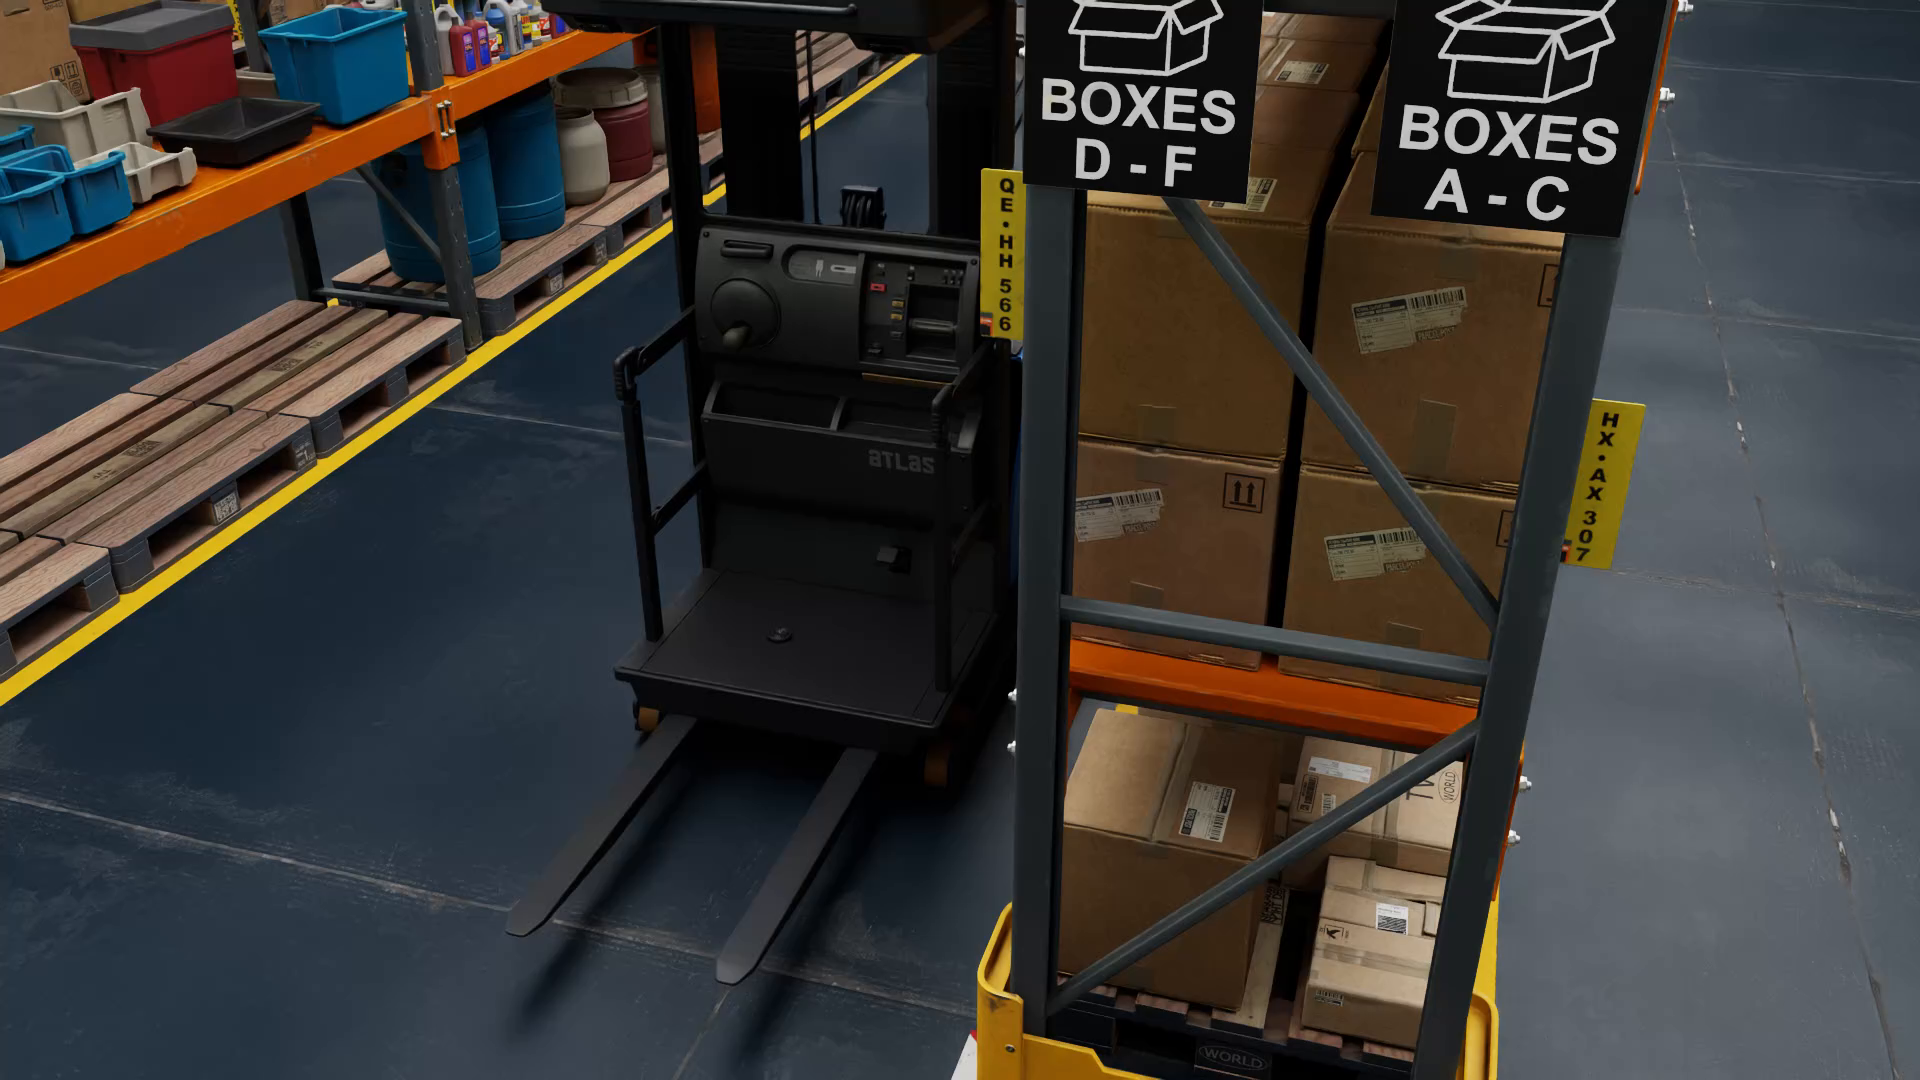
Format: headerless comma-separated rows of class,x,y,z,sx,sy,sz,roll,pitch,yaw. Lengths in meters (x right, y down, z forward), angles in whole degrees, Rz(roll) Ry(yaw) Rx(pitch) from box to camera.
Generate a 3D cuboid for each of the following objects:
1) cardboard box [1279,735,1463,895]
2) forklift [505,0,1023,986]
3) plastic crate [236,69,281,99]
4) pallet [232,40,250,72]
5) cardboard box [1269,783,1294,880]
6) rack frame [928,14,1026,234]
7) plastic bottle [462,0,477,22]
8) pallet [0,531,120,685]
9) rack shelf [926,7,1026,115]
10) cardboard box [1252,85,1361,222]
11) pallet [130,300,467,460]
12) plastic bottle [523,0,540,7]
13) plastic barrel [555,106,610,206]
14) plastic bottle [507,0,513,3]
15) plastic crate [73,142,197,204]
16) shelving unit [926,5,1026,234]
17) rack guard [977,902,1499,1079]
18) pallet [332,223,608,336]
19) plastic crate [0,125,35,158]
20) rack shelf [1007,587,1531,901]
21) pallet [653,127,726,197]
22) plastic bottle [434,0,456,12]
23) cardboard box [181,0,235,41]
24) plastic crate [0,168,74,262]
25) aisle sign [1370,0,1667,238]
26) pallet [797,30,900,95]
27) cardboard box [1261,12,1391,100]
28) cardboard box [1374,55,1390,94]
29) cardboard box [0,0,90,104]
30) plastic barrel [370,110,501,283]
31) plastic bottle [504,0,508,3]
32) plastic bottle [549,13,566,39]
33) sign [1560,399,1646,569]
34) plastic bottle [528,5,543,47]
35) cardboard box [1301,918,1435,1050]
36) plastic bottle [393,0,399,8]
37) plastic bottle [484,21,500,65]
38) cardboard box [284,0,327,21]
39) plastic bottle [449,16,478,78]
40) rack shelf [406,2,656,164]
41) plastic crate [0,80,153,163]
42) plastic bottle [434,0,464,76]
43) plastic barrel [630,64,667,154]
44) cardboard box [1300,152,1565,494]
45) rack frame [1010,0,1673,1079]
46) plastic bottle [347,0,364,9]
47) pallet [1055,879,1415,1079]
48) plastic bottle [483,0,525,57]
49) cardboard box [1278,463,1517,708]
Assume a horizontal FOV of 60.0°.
cardboard box,1.189,0.769,4.657,0.500,0.250,0.500,8,30,15
forklift,-0.447,-0.700,4.994,1.130,2.935,3.031,8,30,15
plastic crate,-3.222,-2.078,7.609,0.396,0.136,0.243,8,30,15
pallet,-6.278,-4.073,13.854,1.003,0.211,1.213,8,30,15
cardboard box,0.741,0.787,4.711,0.380,0.166,0.250,8,30,15
rack frame,0.077,-1.040,6.459,0.400,2.100,0.015,8,30,15
plastic bottle,-2.722,-2.993,9.178,0.097,0.271,0.097,0,29,0
pallet,-3.843,0.337,5.927,1.003,0.211,1.213,8,30,15
rack shelf,0.149,-1.753,6.329,0.431,0.518,0.480,8,30,15
cardboard box,0.627,-0.757,3.894,0.500,0.500,0.500,9,30,16
pallet,-3.127,-0.797,7.966,1.003,0.211,1.213,8,30,15
plastic bottle,-2.322,-2.921,9.044,0.152,0.276,0.135,8,30,15
plastic barrel,-2.313,-2.288,9.905,0.421,0.512,0.421,0,29,0
plastic bottle,-2.668,-3.327,9.696,0.144,0.351,0.185,8,30,15
plastic crate,-3.172,-1.422,6.430,0.293,0.136,0.466,8,30,15
shelving unit,0.149,-1.153,6.663,0.431,2.100,0.503,8,30,15
rack guard,0.634,1.262,3.968,1.175,0.500,0.348,8,30,15
pallet,-2.682,-1.497,9.224,1.003,0.211,1.213,8,30,15
plastic crate,-3.765,-1.448,6.378,0.416,0.233,0.300,8,30,15
rack shelf,1.199,-0.411,5.142,1.077,0.370,4.000,8,30,15
pallet,-1.966,-2.631,11.262,1.003,0.211,1.213,8,30,15
plastic bottle,-2.799,-2.881,8.893,0.144,0.351,0.185,8,30,15
cardboard box,-6.332,-4.343,13.590,0.700,0.500,0.500,7,30,12
plastic crate,-3.349,-1.137,5.818,0.416,0.233,0.300,8,30,15
aisle sign,0.872,-0.858,2.532,0.394,0.787,0.004,8,30,15
pallet,-1.150,-3.923,13.585,1.003,0.211,1.213,8,30,15
cardboard box,0.925,-1.237,4.757,0.500,0.500,0.500,9,30,16
cardboard box,1.292,-0.921,4.188,0.500,0.500,0.500,9,30,16
cardboard box,-7.001,-3.453,11.625,1.225,0.875,0.875,9,30,15
plastic barrel,-2.773,-1.880,8.770,0.600,0.901,0.708,8,30,15
plastic bottle,-2.674,-3.222,9.588,0.097,0.271,0.097,0,29,0
plastic bottle,-2.172,-2.834,8.879,0.061,0.283,0.133,8,30,15
sign,1.130,-0.096,2.947,0.100,0.325,0.005,8,30,15
plastic bottle,-2.252,-2.702,8.726,0.097,0.201,0.097,0,29,0
cardboard box,1.063,1.113,4.145,0.380,0.149,0.250,8,30,15
plastic bottle,-2.991,-2.815,8.776,0.144,0.351,0.185,8,30,15
plastic bottle,-2.377,-2.504,8.370,0.097,0.201,0.097,0,29,0
cardboard box,-6.021,-4.867,14.532,0.700,0.500,0.500,11,31,19
plastic bottle,-2.433,-2.421,8.137,0.061,0.283,0.133,8,30,15
rack shelf,-2.361,-2.978,9.758,1.077,0.370,4.000,8,30,15
plastic crate,-3.573,-1.654,6.698,0.437,0.282,0.530,8,30,15
plastic bottle,-2.523,-2.477,8.169,0.144,0.351,0.185,8,30,15
plastic barrel,-1.982,-2.813,10.849,0.421,0.512,0.421,0,29,0
cardboard box,0.994,-0.445,3.332,0.500,0.500,0.500,9,30,16
rack frame,0.615,0.205,3.296,0.949,2.616,0.053,8,30,15
plastic bottle,-3.118,-2.655,8.558,0.061,0.283,0.133,8,30,15
pallet,0.867,1.017,4.704,1.003,0.211,1.213,8,30,15
plastic bottle,-2.341,-2.639,8.537,0.152,0.276,0.135,8,30,15
cardboard box,0.994,-0.008,3.576,0.500,0.500,0.500,9,30,16
